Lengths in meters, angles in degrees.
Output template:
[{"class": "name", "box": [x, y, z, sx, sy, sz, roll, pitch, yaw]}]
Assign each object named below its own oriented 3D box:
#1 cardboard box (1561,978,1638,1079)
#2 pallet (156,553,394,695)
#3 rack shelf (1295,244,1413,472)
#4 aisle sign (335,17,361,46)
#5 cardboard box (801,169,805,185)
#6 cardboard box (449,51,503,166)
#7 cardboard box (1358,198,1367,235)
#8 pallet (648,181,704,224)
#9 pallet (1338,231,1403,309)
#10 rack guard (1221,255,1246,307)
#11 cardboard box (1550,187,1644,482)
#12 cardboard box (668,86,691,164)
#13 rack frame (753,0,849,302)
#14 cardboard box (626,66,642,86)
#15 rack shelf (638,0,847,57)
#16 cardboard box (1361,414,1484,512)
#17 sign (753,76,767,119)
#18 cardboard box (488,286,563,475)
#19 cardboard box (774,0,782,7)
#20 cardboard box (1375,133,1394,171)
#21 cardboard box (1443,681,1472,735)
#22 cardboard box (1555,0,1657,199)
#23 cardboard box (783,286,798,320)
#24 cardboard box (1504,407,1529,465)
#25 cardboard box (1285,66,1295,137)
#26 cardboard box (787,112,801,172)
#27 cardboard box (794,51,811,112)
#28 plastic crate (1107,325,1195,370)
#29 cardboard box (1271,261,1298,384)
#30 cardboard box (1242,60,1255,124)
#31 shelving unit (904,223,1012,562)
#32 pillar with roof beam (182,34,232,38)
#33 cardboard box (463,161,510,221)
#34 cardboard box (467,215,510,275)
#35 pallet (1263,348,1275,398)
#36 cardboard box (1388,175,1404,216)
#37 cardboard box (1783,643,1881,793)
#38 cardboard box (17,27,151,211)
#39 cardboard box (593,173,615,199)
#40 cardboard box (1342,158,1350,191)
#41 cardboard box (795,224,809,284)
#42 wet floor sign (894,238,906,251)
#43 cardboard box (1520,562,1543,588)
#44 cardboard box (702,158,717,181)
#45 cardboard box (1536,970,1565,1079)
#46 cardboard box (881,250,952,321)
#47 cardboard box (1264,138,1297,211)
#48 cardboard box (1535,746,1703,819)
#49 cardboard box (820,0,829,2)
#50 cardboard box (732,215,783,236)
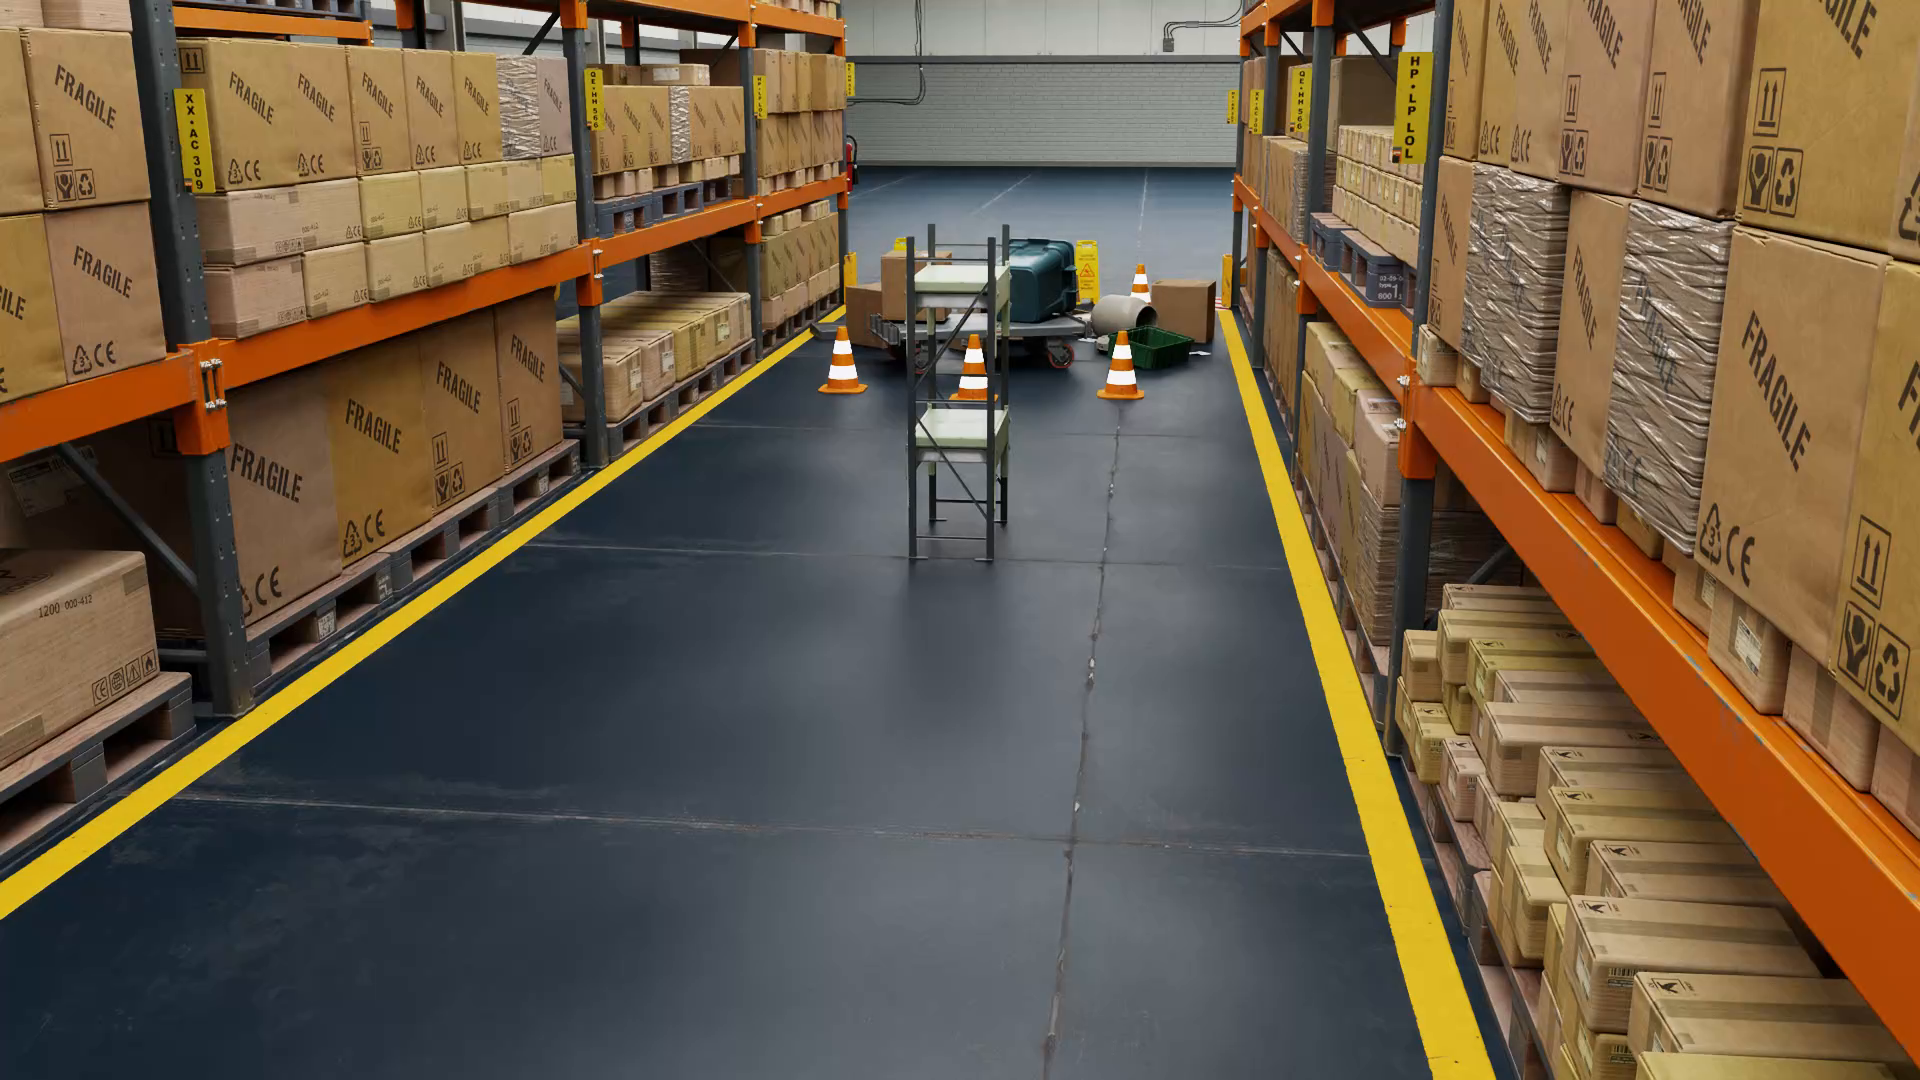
[{"class": "cardboard box", "box": [1.340, 0.927, 3.073, 0.380, 0.149, 0.250, 2, 15, 7]}, {"class": "pallet", "box": [-3.005, 0.299, 6.652, 1.003, 0.211, 1.213, 2, 15, 6]}, {"class": "rack shelf", "box": [2.139, -0.897, 7.109, 1.077, 0.370, 4.000, 2, 15, 6]}, {"class": "aisle sign", "box": [-6.296, -5.366, 17.278, 0.394, 0.787, 0.004, 2, 15, 6]}, {"class": "cardboard box", "box": [-1.606, -3.268, 14.983, 0.380, 0.149, 0.250, 2, 15, 6]}, {"class": "cardboard box", "box": [-2.476, -2.009, 7.739, 0.500, 0.500, 0.500, 2, 15, 6]}, {"class": "cardboard box", "box": [1.996, -1.455, 7.474, 0.380, 0.149, 0.250, 2, 15, 8]}, {"class": "pallet", "box": [-2.383, -2.304, 11.304, 1.003, 0.211, 1.213, 2, 15, 6]}, {"class": "pallet", "box": [2.182, -1.155, 7.055, 1.003, 0.211, 1.213, 2, 15, 6]}, {"class": "rack guard", "box": [3.270, -2.637, 16.956, 1.175, 0.500, 0.348, 2, 15, 6]}, {"class": "cardboard box", "box": [1.434, -0.398, 3.125, 0.500, 0.500, 0.500, 2, 15, 9]}, {"class": "cardboard box", "box": [-2.116, -2.789, 11.165, 0.500, 0.500, 0.500, 1, 15, 4]}, {"class": "rack frame", "box": [-1.663, -3.957, 17.049, 1.000, 3.000, 0.127, 2, 15, 6]}, {"class": "cardboard box", "box": [-2.519, -3.516, 12.609, 0.380, 0.149, 0.250, 2, 15, 6]}, {"class": "rack shelf", "box": [-1.888, -4.539, 14.833, 1.077, 0.370, 4.000, 2, 15, 6]}, {"class": "cardboard box", "box": [1.746, -0.284, 6.013, 0.500, 0.250, 0.500, 1, 15, 5]}, {"class": "sign", "box": [-1.562, -3.463, 13.004, 0.100, 0.325, 0.005, 2, 15, 6]}, {"class": "cardboard box", "box": [-2.726, -0.882, 8.945, 0.875, 0.875, 0.875, 2, 15, 6]}, {"class": "cardboard box", "box": [-1.723, -4.586, 14.112, 0.380, 0.149, 0.250, 1, 15, 5]}, {"class": "cardboard box", "box": [1.941, -1.611, 6.912, 0.380, 0.149, 0.250, 1, 15, 5]}, {"class": "cardboard box", "box": [1.615, 0.458, 4.810, 0.380, 0.149, 0.250, 2, 15, 7]}, {"class": "cardboard box", "box": [1.430, -0.892, 3.037, 0.500, 0.500, 0.500, 1, 15, 4]}, {"class": "cardboard box", "box": [-1.730, -2.079, 14.566, 0.500, 0.250, 0.500, 3, 15, 9]}, {"class": "cardboard box", "box": [1.493, -0.266, 3.882, 0.380, 0.149, 0.250, 2, 15, 7]}, {"class": "cardboard box", "box": [2.766, -3.202, 12.150, 0.700, 0.500, 0.500, 1, 15, 5]}, {"class": "cardboard box", "box": [-1.684, -3.478, 14.517, 0.500, 0.500, 0.500, 2, 15, 6]}, {"class": "cardboard box", "box": [-1.686, -3.963, 14.395, 0.700, 0.500, 0.500, 1, 15, 5]}, {"class": "plastic crate", "box": [1.534, -1.554, 13.439, 0.450, 0.188, 0.662, 22, 25, 31]}, {"class": "cardboard box", "box": [2.722, -1.503, 11.479, 1.050, 0.750, 0.750, 2, 15, 6]}, {"class": "cardboard box", "box": [3.018, -4.049, 15.035, 0.875, 0.550, 0.550, 2, 15, 6]}, {"class": "shelving unit", "box": [0.001, -0.726, 7.973, 0.431, 1.500, 0.755, 2, 15, 6]}, {"class": "pillar with roof beam", "box": [-3.292, -6.717, 15.765, 9.100, 9.000, 0.400, 2, 15, 6]}, {"class": "cardboard box", "box": [-2.459, -1.651, 7.852, 0.500, 0.250, 0.500, 1, 15, 5]}, {"class": "cardboard box", "box": [-2.479, -1.408, 7.909, 0.500, 0.250, 0.500, 2, 15, 6]}, {"class": "pallet", "box": [2.804, -1.252, 12.386, 1.003, 0.211, 1.213, 2, 15, 6]}, {"class": "cardboard box", "box": [1.878, -1.330, 6.442, 0.380, 0.149, 0.250, 1, 15, 3]}, {"class": "cardboard box", "box": [1.296, 0.212, 2.113, 0.380, 0.149, 0.250, 2, 15, 6]}, {"class": "cardboard box", "box": [-2.796, -1.245, 4.913, 0.500, 0.500, 0.500, 2, 15, 6]}, {"class": "cardboard box", "box": [-2.279, -2.115, 9.913, 0.380, 0.149, 0.250, 1, 15, 3]}, {"class": "cardboard box", "box": [2.082, -1.798, 8.171, 0.380, 0.149, 0.250, 2, 15, 9]}, {"class": "cardboard box", "box": [-1.670, -2.576, 14.967, 0.500, 0.500, 0.500, 3, 15, 9]}, {"class": "wet floor sign", "box": [-0.578, -2.838, 17.422, 0.267, 0.644, 0.232, 7, 17, 25]}, {"class": "cardboard box", "box": [2.260, 0.095, 6.048, 0.500, 0.500, 0.500, 2, 15, 8]}, {"class": "cardboard box", "box": [-1.964, -2.657, 11.920, 0.380, 0.149, 0.250, 2, 15, 7]}, {"class": "cardboard box", "box": [1.390, 1.005, 3.357, 0.380, 0.149, 0.250, 2, 15, 7]}, {"class": "cardboard box", "box": [-0.342, -2.034, 13.275, 0.500, 0.500, 0.500, 2, 15, 6]}, {"class": "cardboard box", "box": [2.433, -2.589, 11.798, 0.500, 0.500, 0.500, 2, 15, 7]}, {"class": "cardboard box", "box": [1.533, 0.586, 3.765, 0.380, 0.149, 0.250, 1, 15, 4]}, {"class": "cardboard box", "box": [-1.524, -5.205, 15.637, 0.500, 0.250, 0.500, 1, 15, 5]}, {"class": "cardboard box", "box": [-1.706, -2.646, 13.984, 0.380, 0.149, 0.250, 2, 15, 7]}]
